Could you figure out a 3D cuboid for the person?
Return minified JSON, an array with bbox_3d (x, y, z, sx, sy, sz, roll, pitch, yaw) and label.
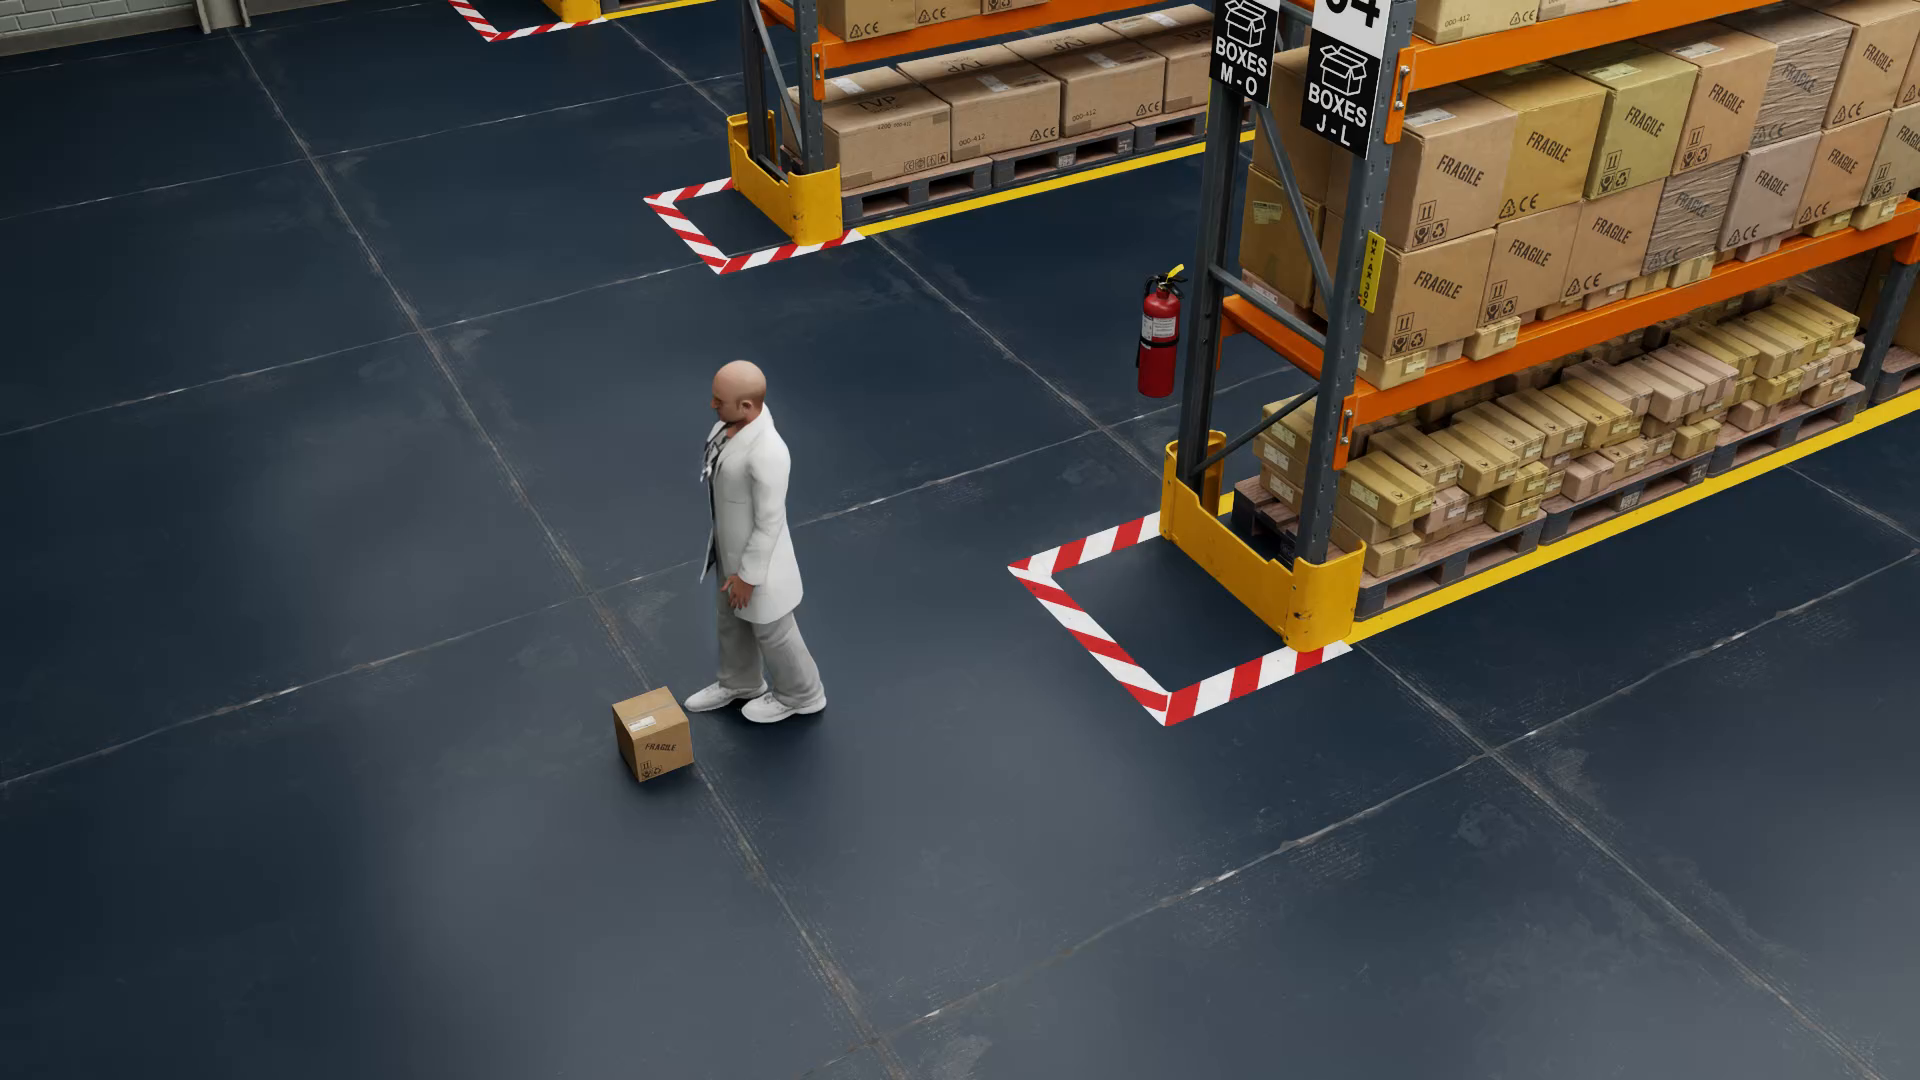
[{"bbox_3d":[-0.903,0.047,6.876,0.593,1.801,0.598,-13,38,-17],"label":"person"}]
